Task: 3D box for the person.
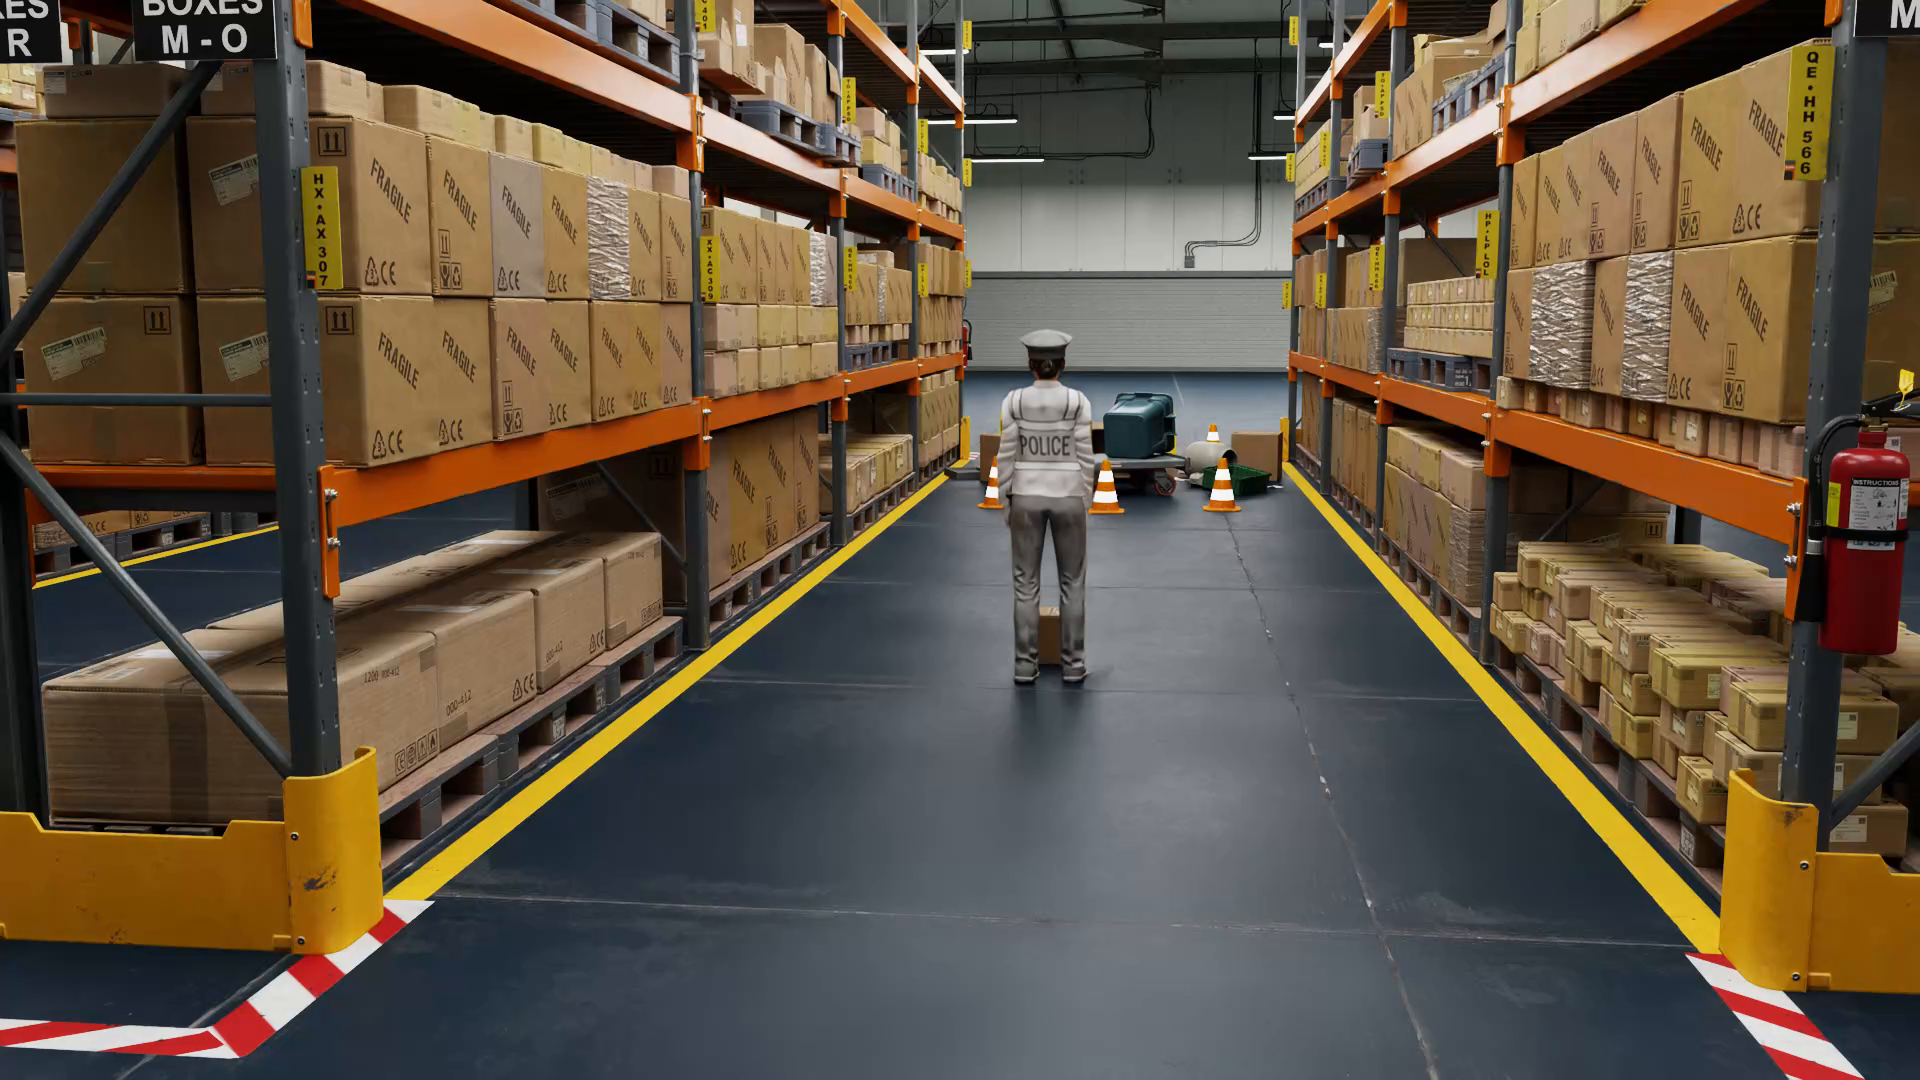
[{"bbox_3d":[0.408,-0.160,7.928,0.469,1.680,0.332,1,8,7],"label":"person"}]
